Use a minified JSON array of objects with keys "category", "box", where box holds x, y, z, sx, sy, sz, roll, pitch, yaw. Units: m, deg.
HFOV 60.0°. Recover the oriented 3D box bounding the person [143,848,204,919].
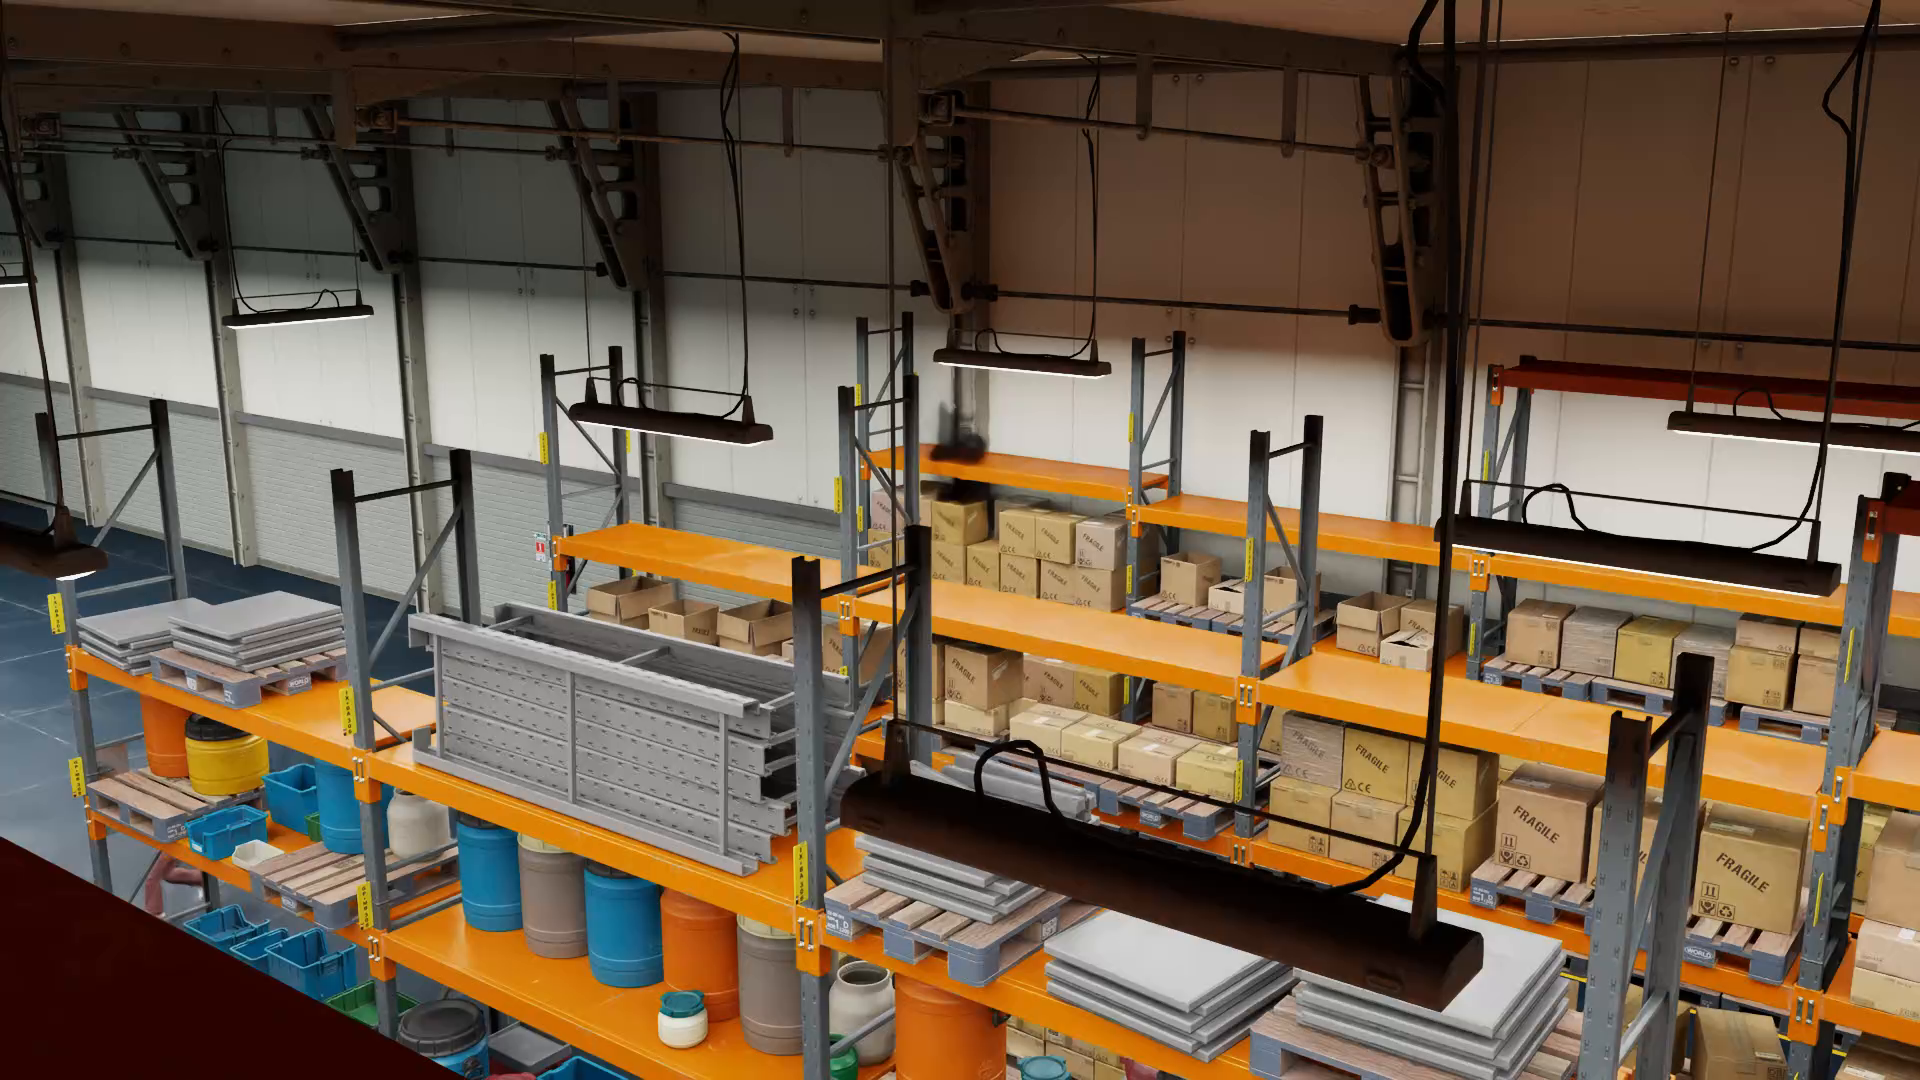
[{"category":"person","box":[-8.387,3.249,17.664,0.866,1.664,0.587,-7,15,-26]}]
